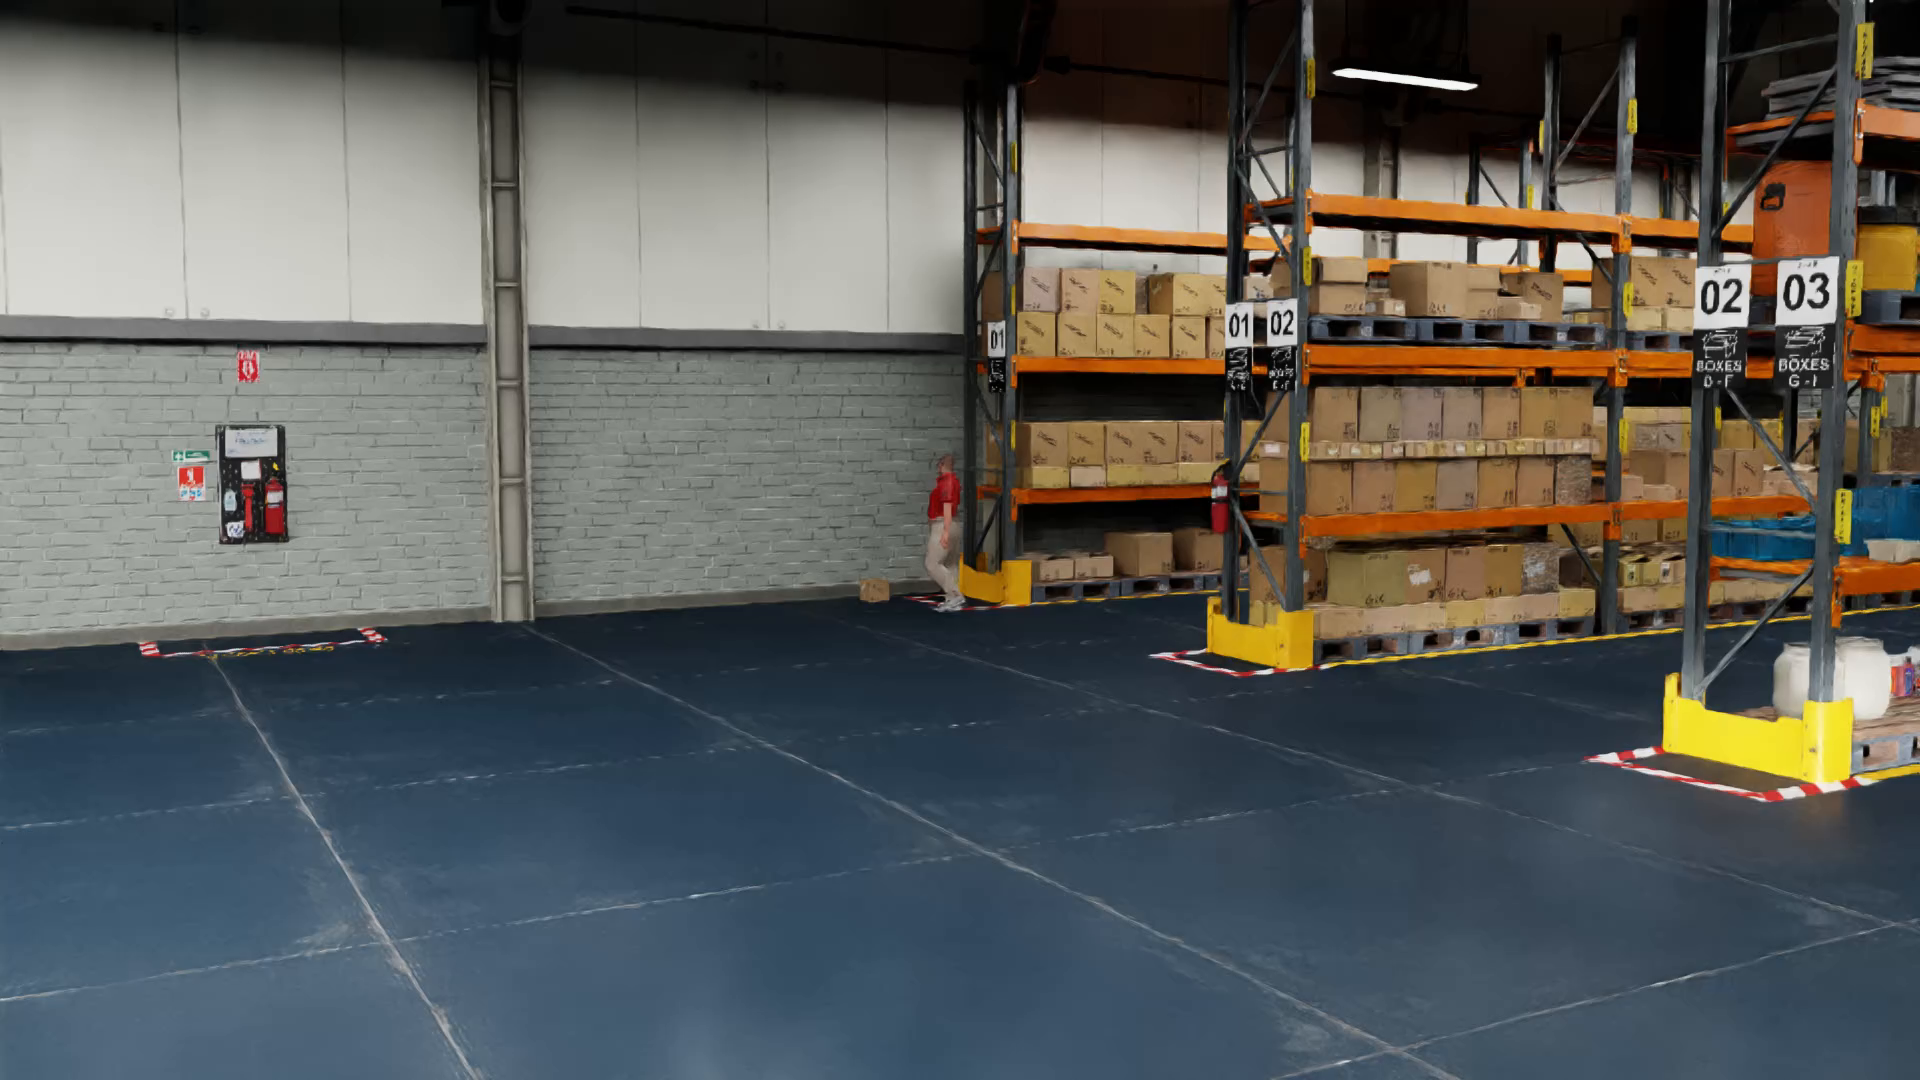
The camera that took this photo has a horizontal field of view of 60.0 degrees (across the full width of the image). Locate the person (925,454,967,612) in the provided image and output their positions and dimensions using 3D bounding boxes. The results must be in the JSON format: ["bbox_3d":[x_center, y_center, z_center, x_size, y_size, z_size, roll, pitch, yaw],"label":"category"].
[{"bbox_3d":[-0.133,-0.068,18.086,0.467,1.725,0.659,1,5,14],"label":"person"}]
